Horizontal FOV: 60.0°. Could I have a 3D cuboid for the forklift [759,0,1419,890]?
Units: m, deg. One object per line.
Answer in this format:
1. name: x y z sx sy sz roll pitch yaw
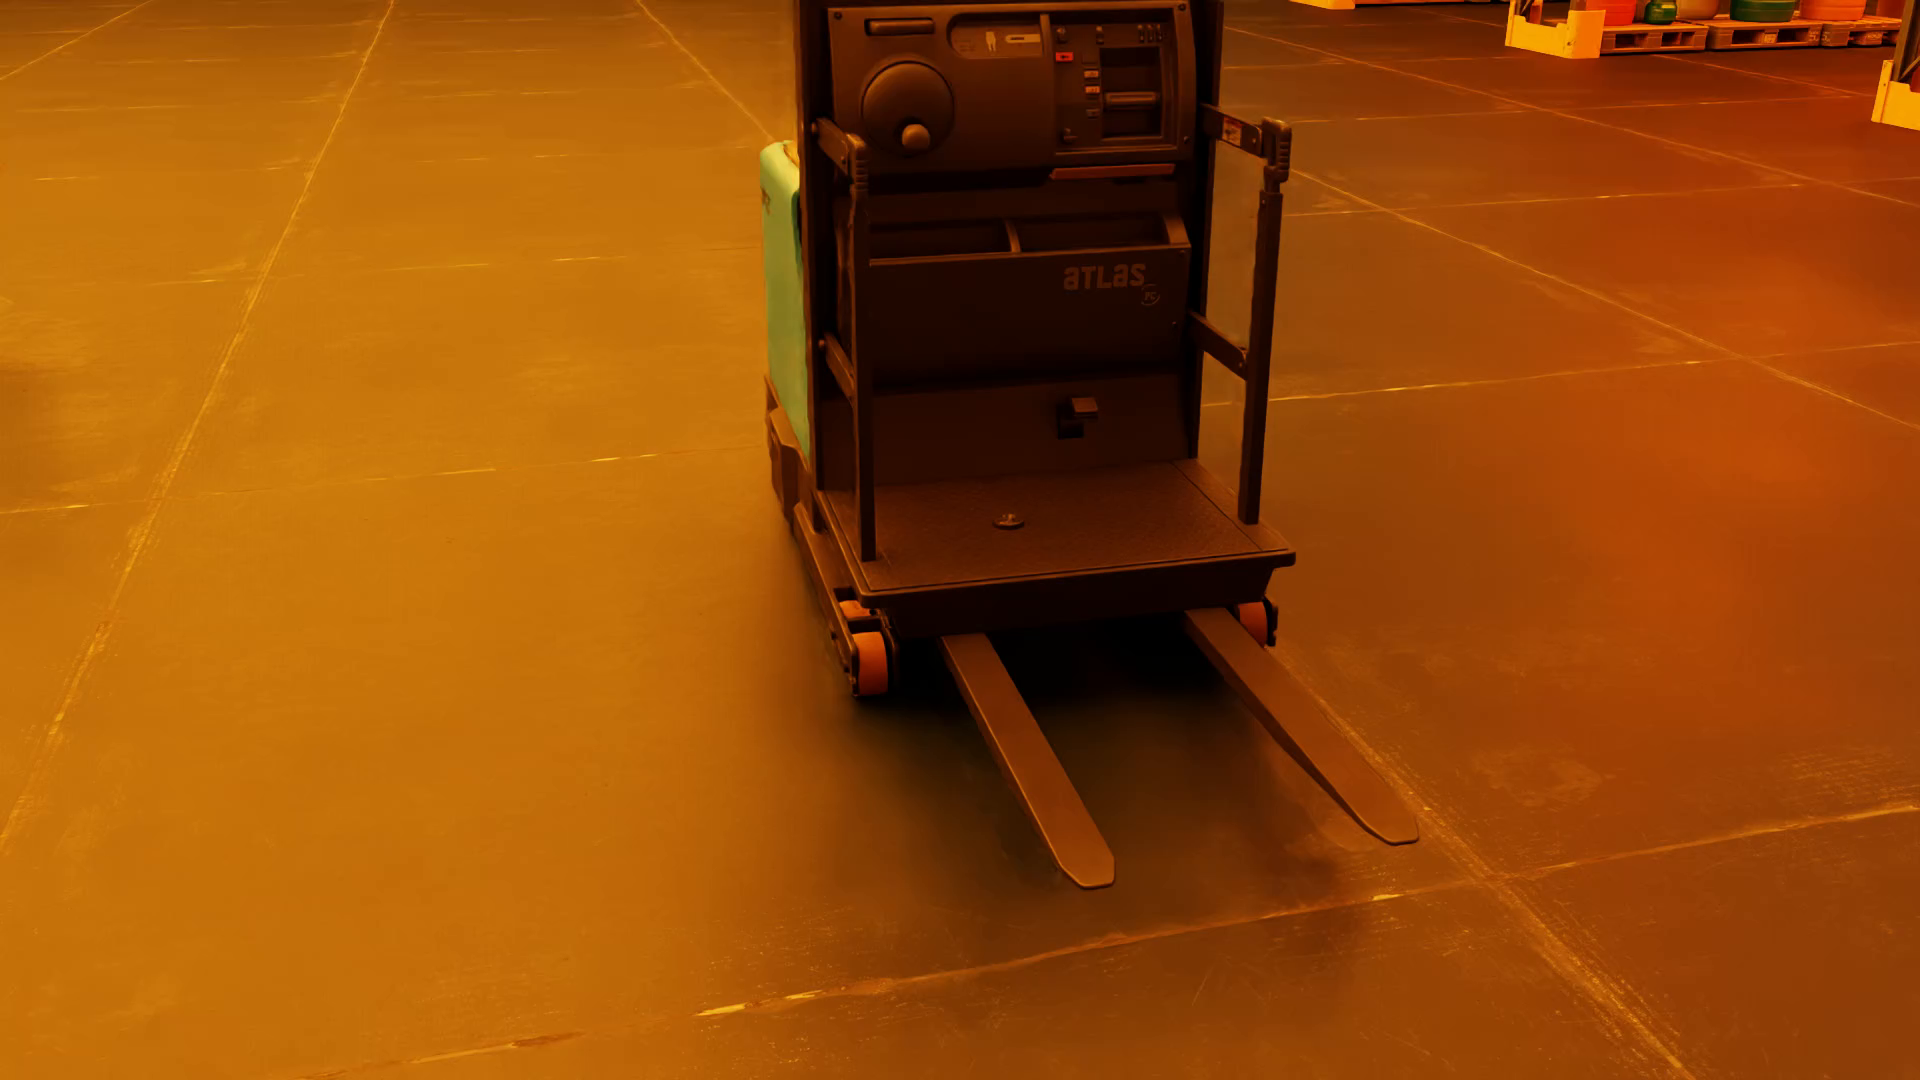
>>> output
1. forklift: 0.190 -1.121 3.944 1.130 2.935 3.031 -5 24 -13
